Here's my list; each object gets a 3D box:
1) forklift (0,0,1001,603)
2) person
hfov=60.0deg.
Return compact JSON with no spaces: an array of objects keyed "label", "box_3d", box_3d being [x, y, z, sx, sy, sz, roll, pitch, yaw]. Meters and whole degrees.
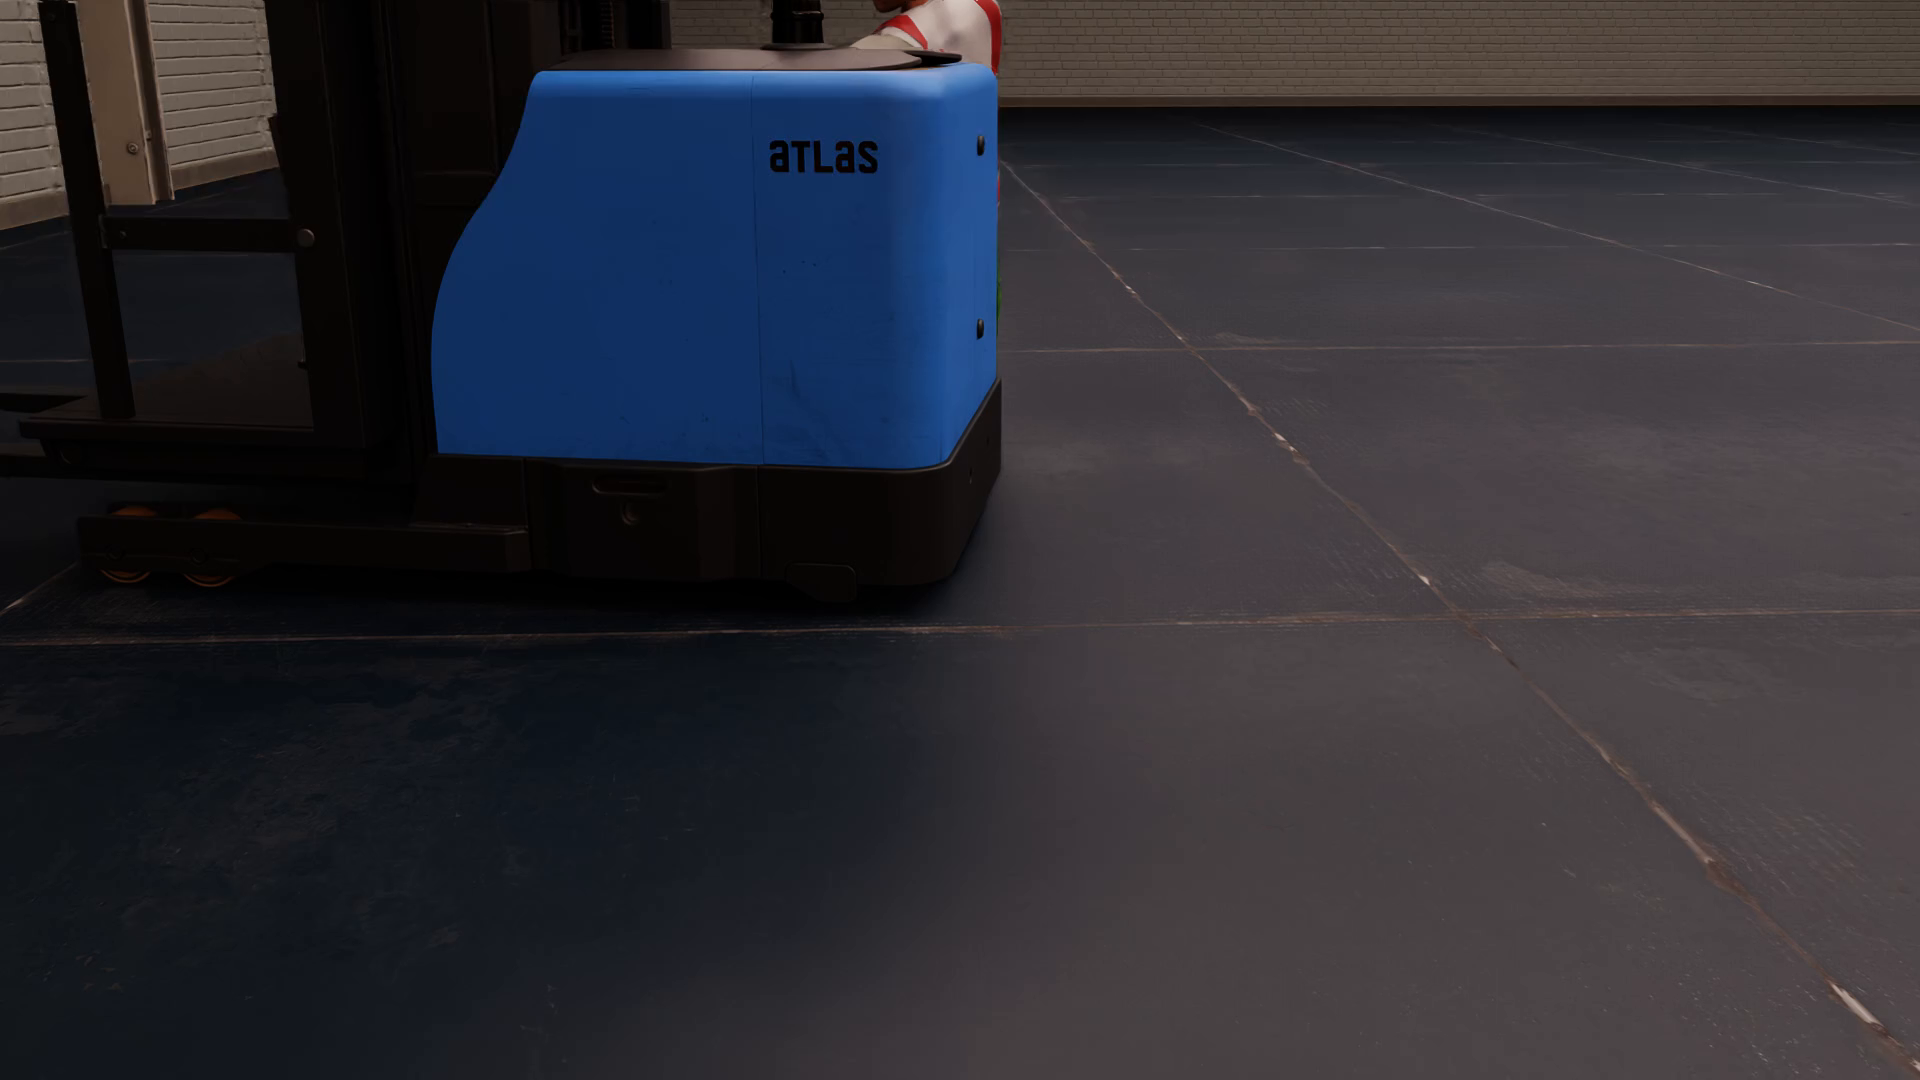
[{"label":"forklift","box_3d":[-1.456,-1.449,3.644,3.031,2.935,1.130,2,17,8]},{"label":"person","box_3d":[-0.360,-1.025,4.723,0.995,1.468,0.977,-5,18,-17]}]
